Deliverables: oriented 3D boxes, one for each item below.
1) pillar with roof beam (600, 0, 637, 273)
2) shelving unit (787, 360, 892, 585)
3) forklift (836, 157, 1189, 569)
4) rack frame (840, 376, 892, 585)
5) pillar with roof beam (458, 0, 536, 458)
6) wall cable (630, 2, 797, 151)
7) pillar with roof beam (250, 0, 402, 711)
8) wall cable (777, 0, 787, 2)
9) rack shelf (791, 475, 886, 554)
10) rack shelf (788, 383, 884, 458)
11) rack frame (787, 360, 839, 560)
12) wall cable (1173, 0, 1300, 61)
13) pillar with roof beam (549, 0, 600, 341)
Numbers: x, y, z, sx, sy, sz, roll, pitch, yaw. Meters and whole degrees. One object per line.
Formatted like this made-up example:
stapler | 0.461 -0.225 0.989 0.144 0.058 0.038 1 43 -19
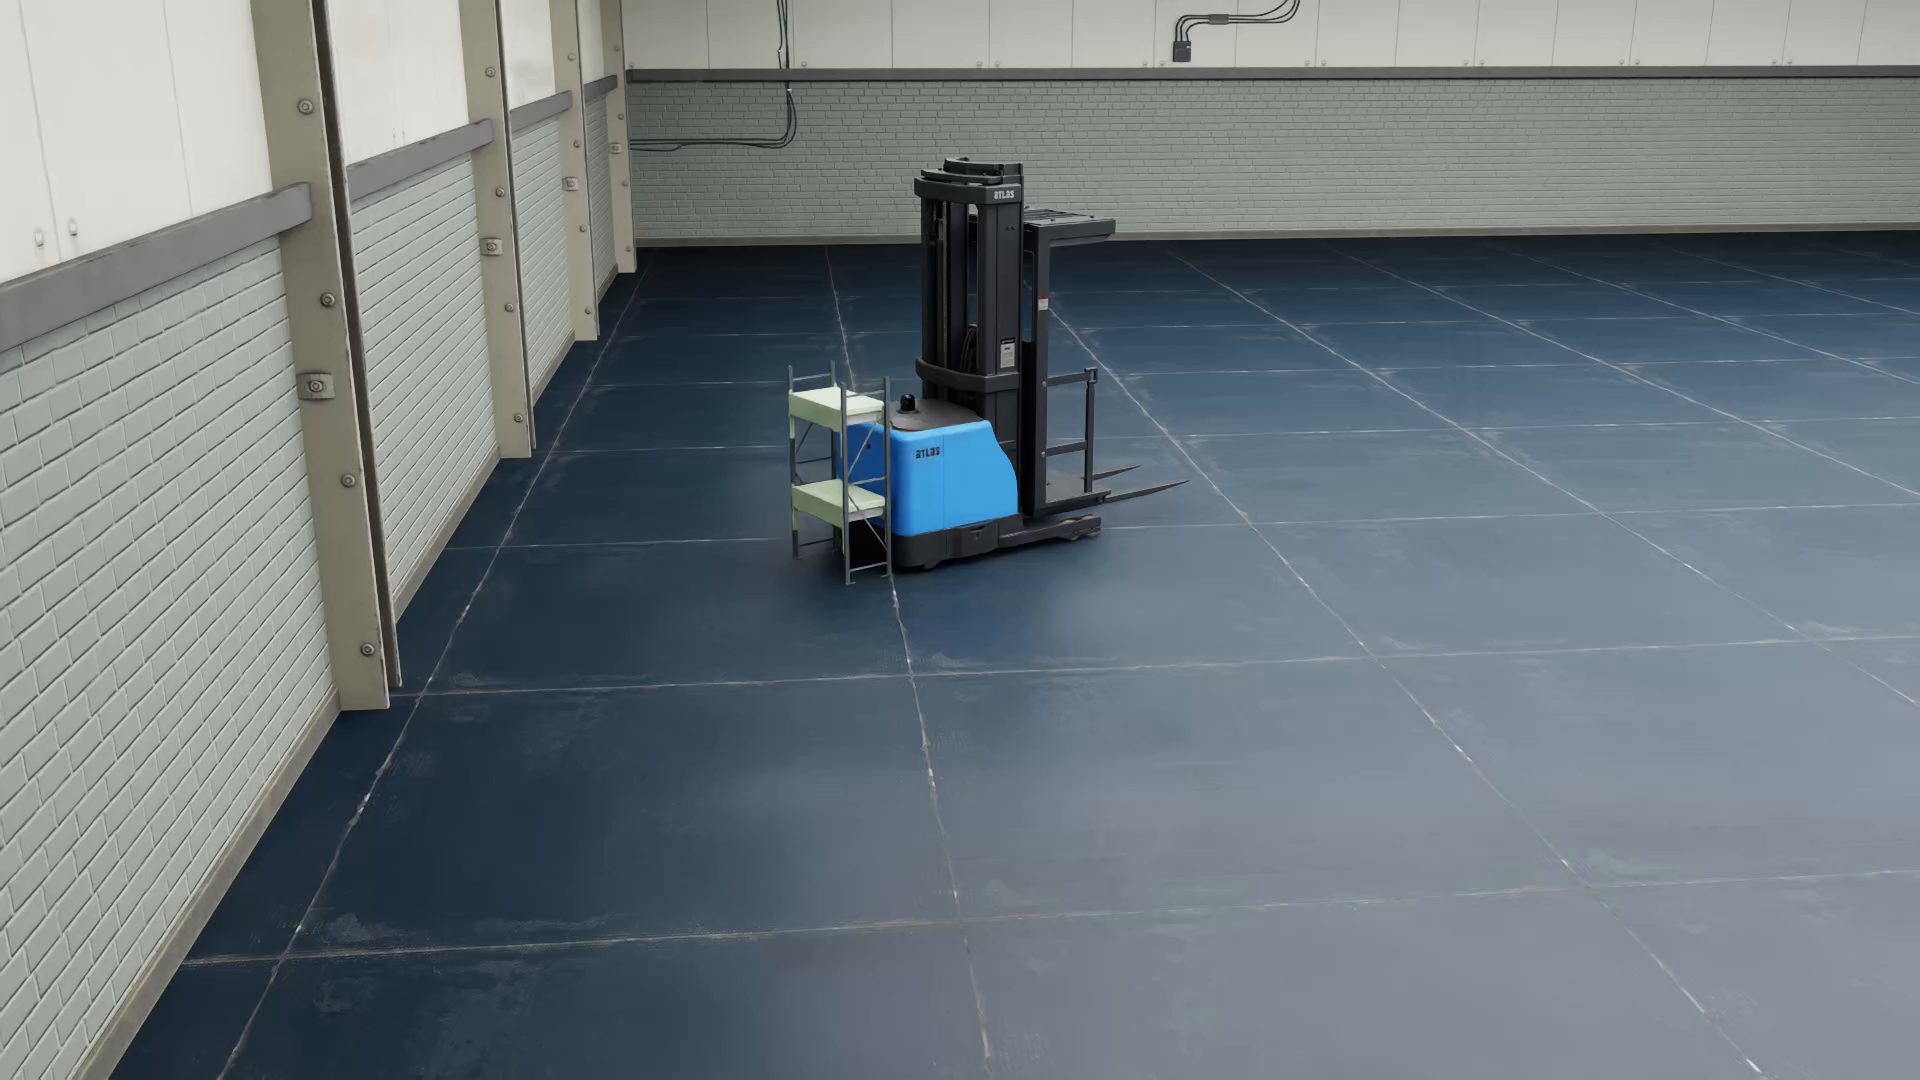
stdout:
pillar with roof beam | -1.175 -8.833 26.290 9.100 9.000 0.400 -2 18 -6
shelving unit | -0.891 -0.510 12.297 0.431 1.500 0.755 -12 21 -34
forklift | 0.512 -1.508 13.089 3.031 2.935 1.130 -12 21 -34
rack frame | -0.675 -0.421 12.015 0.400 1.500 0.023 -12 21 -34
pillar with roof beam | 0.062 -5.258 14.902 9.100 9.000 0.400 -2 18 -6
wall cable | -4.446 -8.137 29.257 3.097 2.526 0.112 -2 18 -6
pillar with roof beam | 0.681 -3.470 9.208 9.100 9.000 0.400 -2 18 -6
wall cable | -1.755 -10.631 28.767 3.097 2.526 0.112 -2 18 -6
rack shelf | -0.892 -0.199 12.394 0.431 0.370 0.720 -12 21 -34
rack shelf | -0.891 -0.882 12.180 0.431 0.370 0.720 -12 21 -34
rack frame | -1.108 -0.598 12.578 0.400 1.500 0.023 -12 21 -34
wall cable | 4.998 -11.530 29.202 2.305 6.003 0.169 -2 18 -6
pillar with roof beam | -0.557 -7.046 20.596 9.100 9.000 0.400 -2 18 -6
